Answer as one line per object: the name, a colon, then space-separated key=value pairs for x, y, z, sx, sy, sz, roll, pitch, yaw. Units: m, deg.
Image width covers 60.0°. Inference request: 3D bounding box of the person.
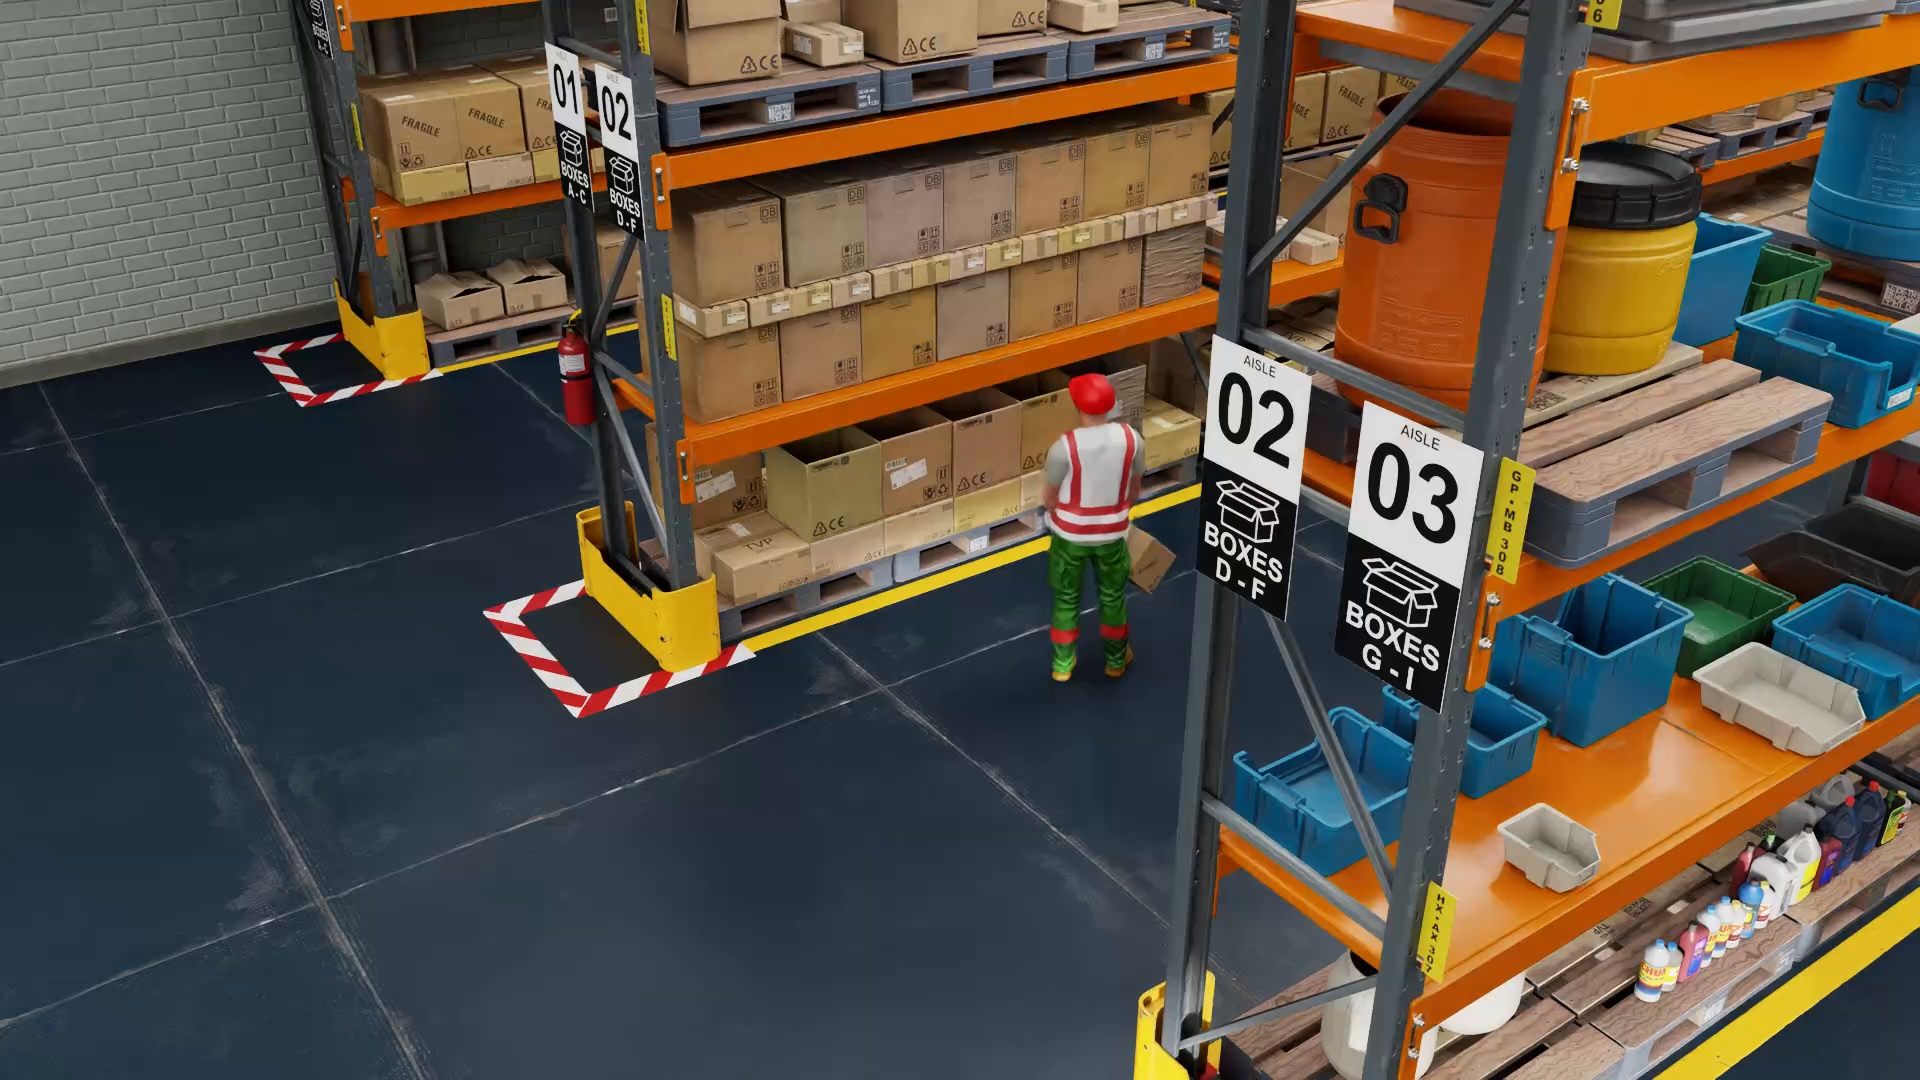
person: x=0.692 y=-0.071 z=8.685 sx=0.586 sy=1.799 sz=0.446 roll=-7 pitch=29 yaw=-12
